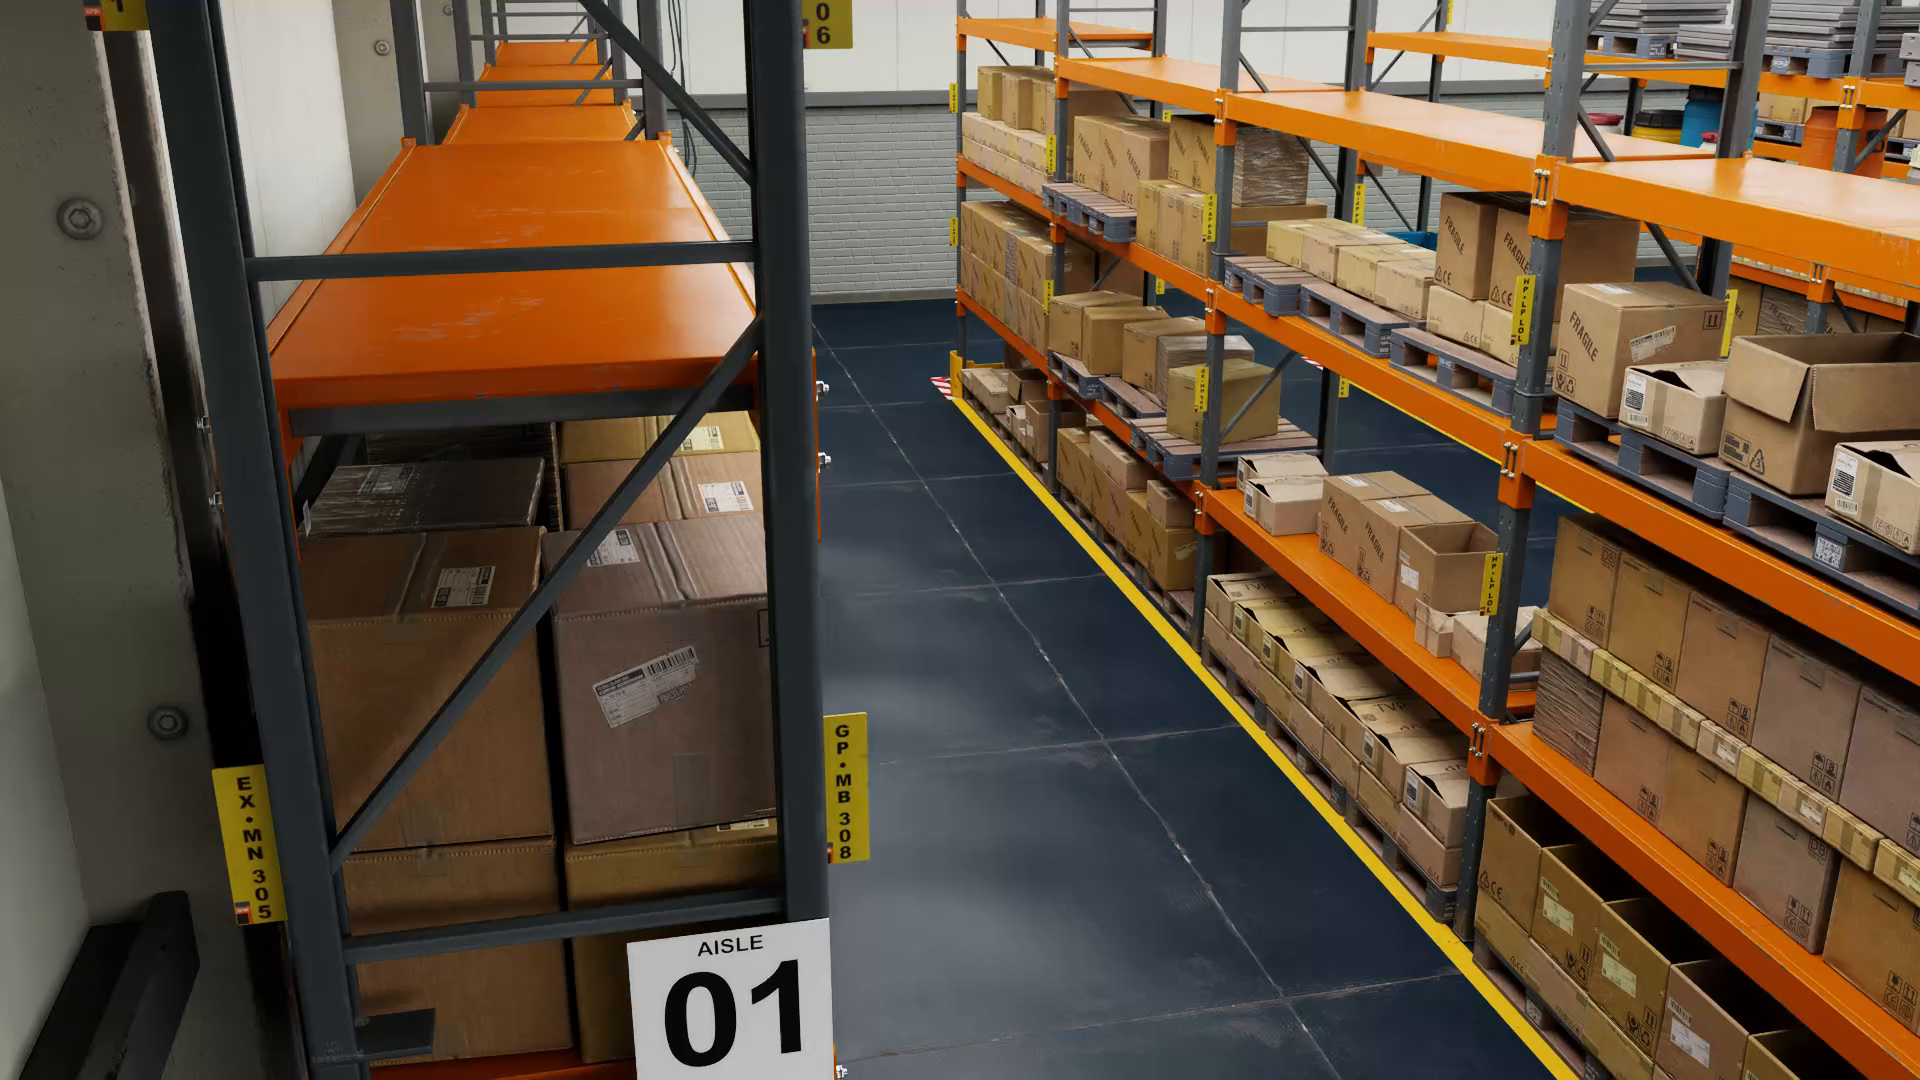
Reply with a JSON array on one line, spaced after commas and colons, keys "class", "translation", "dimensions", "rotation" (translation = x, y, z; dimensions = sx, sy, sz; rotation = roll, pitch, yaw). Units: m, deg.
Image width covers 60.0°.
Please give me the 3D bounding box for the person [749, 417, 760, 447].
[{"class": "person", "translation": [8.257, -0.347, 11.208], "dimensions": [16.431, 3.213, 14.161], "rotation": [-7, 21, -20]}]
